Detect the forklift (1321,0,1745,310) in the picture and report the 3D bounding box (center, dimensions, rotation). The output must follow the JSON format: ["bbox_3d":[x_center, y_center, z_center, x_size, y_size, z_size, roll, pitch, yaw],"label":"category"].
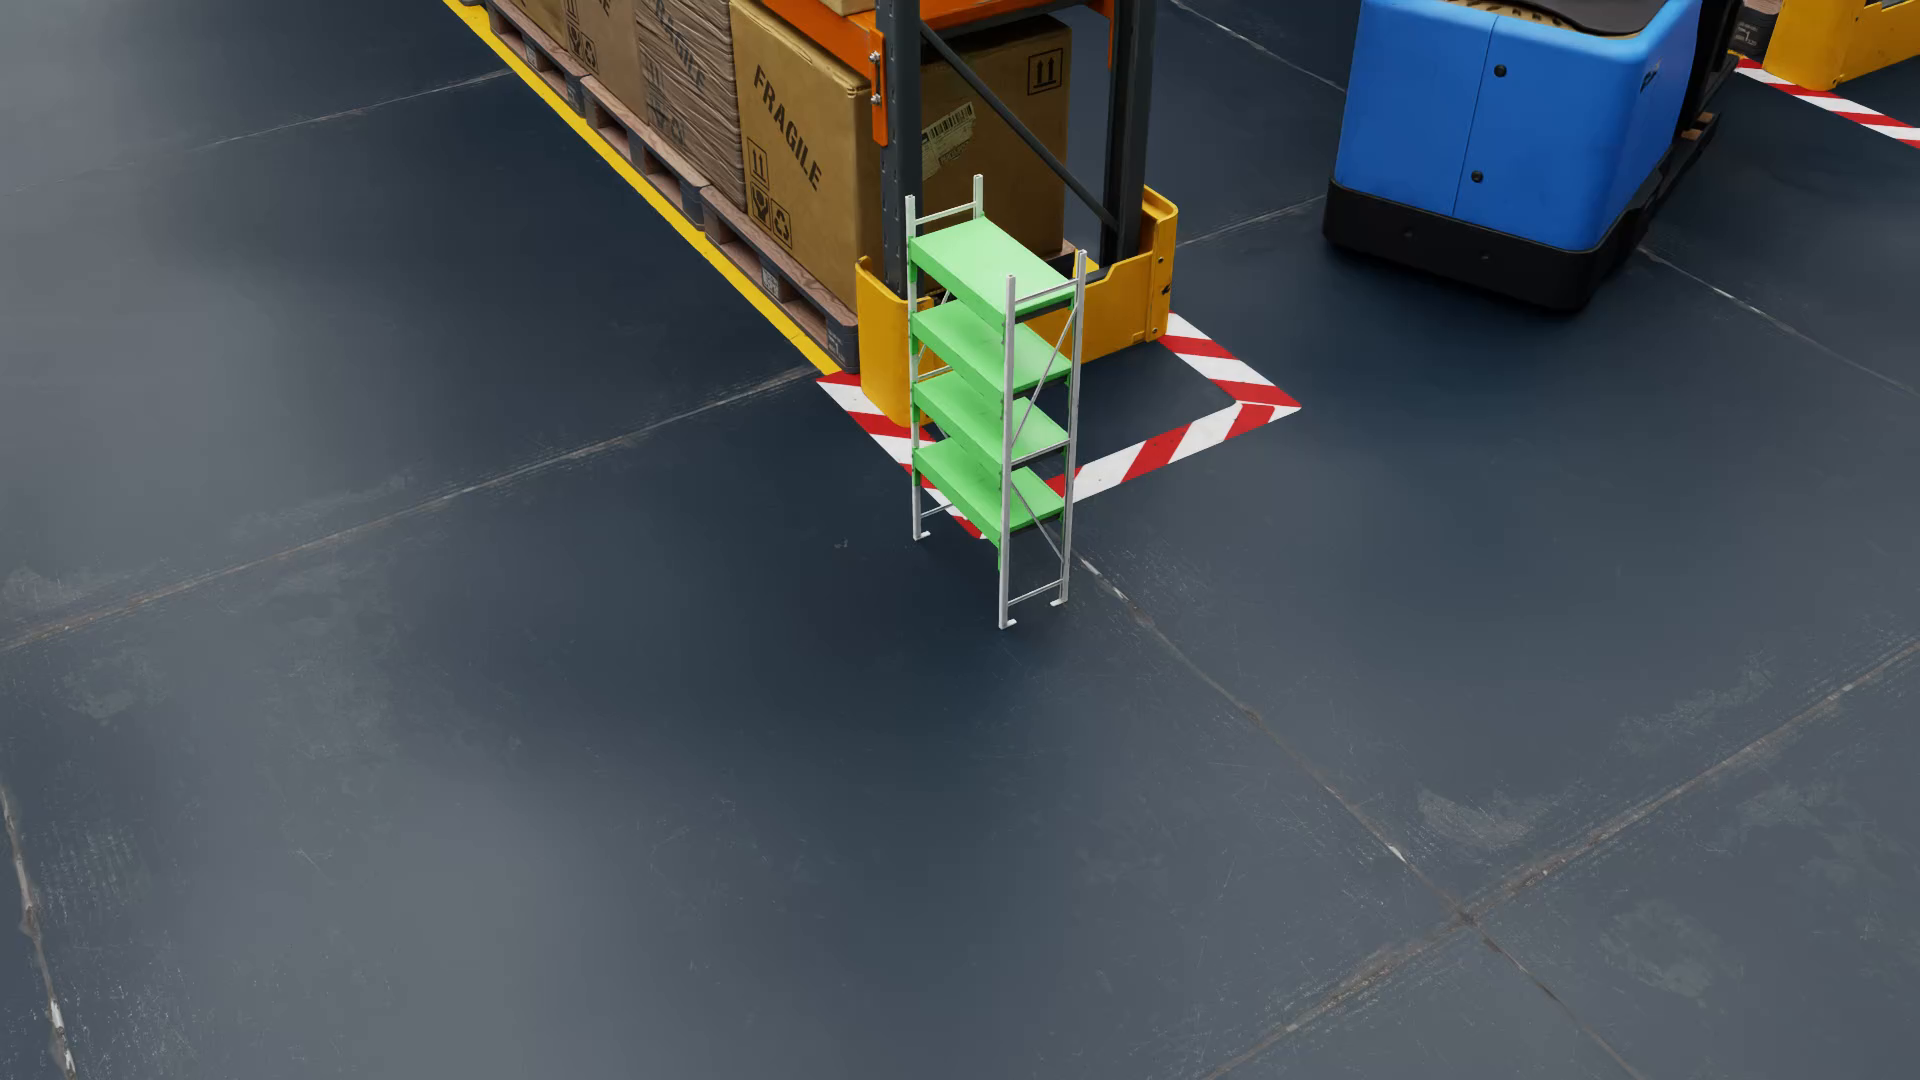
[{"bbox_3d":[2.671,-2.889,6.428,1.130,2.935,3.031,23,45,25],"label":"forklift"}]

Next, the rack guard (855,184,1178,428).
[{"bbox_3d":[0.210,-0.854,5.884,1.175,0.500,0.348,-22,45,-24],"label":"rack guard"}]

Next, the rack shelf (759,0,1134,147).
[{"bbox_3d":[-0.879,-2.630,6.625,1.077,0.370,4.000,-22,45,-24],"label":"rack shelf"}]

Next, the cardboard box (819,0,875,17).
[{"bbox_3d":[-0.272,-1.809,5.274,0.380,0.149,0.250,-21,44,-24],"label":"cardboard box"}]

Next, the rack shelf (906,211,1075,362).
[{"bbox_3d":[0.089,-0.691,4.492,0.258,0.148,0.480,-22,45,-24],"label":"rack shelf"}]

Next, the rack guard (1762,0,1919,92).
[{"bbox_3d":[4.397,-2.563,7.935,1.175,0.500,0.348,-22,45,-24],"label":"rack guard"}]

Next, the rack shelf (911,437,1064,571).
[{"bbox_3d":[0.089,-0.138,4.953,0.258,0.148,0.480,-22,45,-24],"label":"rack shelf"}]

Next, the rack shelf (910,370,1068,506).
[{"bbox_3d":[0.089,-0.322,4.799,0.258,0.148,0.480,-22,45,-24],"label":"rack shelf"}]

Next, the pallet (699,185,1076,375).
[{"bbox_3d":[-0.299,-1.160,6.478,1.003,0.211,1.213,-22,45,-24],"label":"pallet"}]

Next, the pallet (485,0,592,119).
[{"bbox_3d":[-1.611,-2.477,8.058,1.003,0.211,1.213,-22,45,-24],"label":"pallet"}]

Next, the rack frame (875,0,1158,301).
[{"bbox_3d":[0.197,-1.827,5.099,1.000,3.000,0.127,-22,45,-24],"label":"rack frame"}]

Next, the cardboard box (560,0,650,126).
[{"bbox_3d":[-1.183,-2.462,7.193,0.875,0.875,0.875,-22,45,-24],"label":"cardboard box"}]

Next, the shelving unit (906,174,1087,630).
[{"bbox_3d":[0.089,-0.372,4.759,0.258,1.200,0.503,-22,45,-24],"label":"shelving unit"}]

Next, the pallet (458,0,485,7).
[{"bbox_3d":[-2.433,-3.305,9.052,1.003,0.211,1.213,-22,45,-24],"label":"pallet"}]

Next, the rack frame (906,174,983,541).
[{"bbox_3d":[-0.042,-0.503,4.917,0.240,1.200,0.015,-22,45,-24],"label":"rack frame"}]

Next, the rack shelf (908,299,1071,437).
[{"bbox_3d":[0.089,-0.507,4.646,0.258,0.148,0.480,-22,45,-24],"label":"rack shelf"}]

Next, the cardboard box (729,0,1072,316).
[{"bbox_3d":[-0.215,-1.490,6.027,0.875,0.875,0.875,-22,45,-24],"label":"cardboard box"}]

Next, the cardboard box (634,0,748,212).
[{"bbox_3d":[-0.704,-1.981,6.616,0.875,0.875,0.875,-22,45,-24],"label":"cardboard box"}]

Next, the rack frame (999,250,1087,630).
[{"bbox_3d":[0.220,-0.240,4.601,0.240,1.200,0.015,-22,45,-24],"label":"rack frame"}]

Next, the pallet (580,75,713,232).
[{"bbox_3d":[-0.951,-1.818,7.267,1.003,0.211,1.213,-22,45,-24],"label":"pallet"}]

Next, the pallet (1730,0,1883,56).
[{"bbox_3d":[3.962,-2.919,8.588,1.003,0.211,1.213,-22,45,-24],"label":"pallet"}]

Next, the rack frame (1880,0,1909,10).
[{"bbox_3d":[4.373,-3.532,7.145,1.000,3.000,0.127,-22,45,-24],"label":"rack frame"}]

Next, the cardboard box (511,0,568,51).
[{"bbox_3d":[-1.667,-2.947,7.775,0.875,0.875,0.875,-22,45,-24],"label":"cardboard box"}]
